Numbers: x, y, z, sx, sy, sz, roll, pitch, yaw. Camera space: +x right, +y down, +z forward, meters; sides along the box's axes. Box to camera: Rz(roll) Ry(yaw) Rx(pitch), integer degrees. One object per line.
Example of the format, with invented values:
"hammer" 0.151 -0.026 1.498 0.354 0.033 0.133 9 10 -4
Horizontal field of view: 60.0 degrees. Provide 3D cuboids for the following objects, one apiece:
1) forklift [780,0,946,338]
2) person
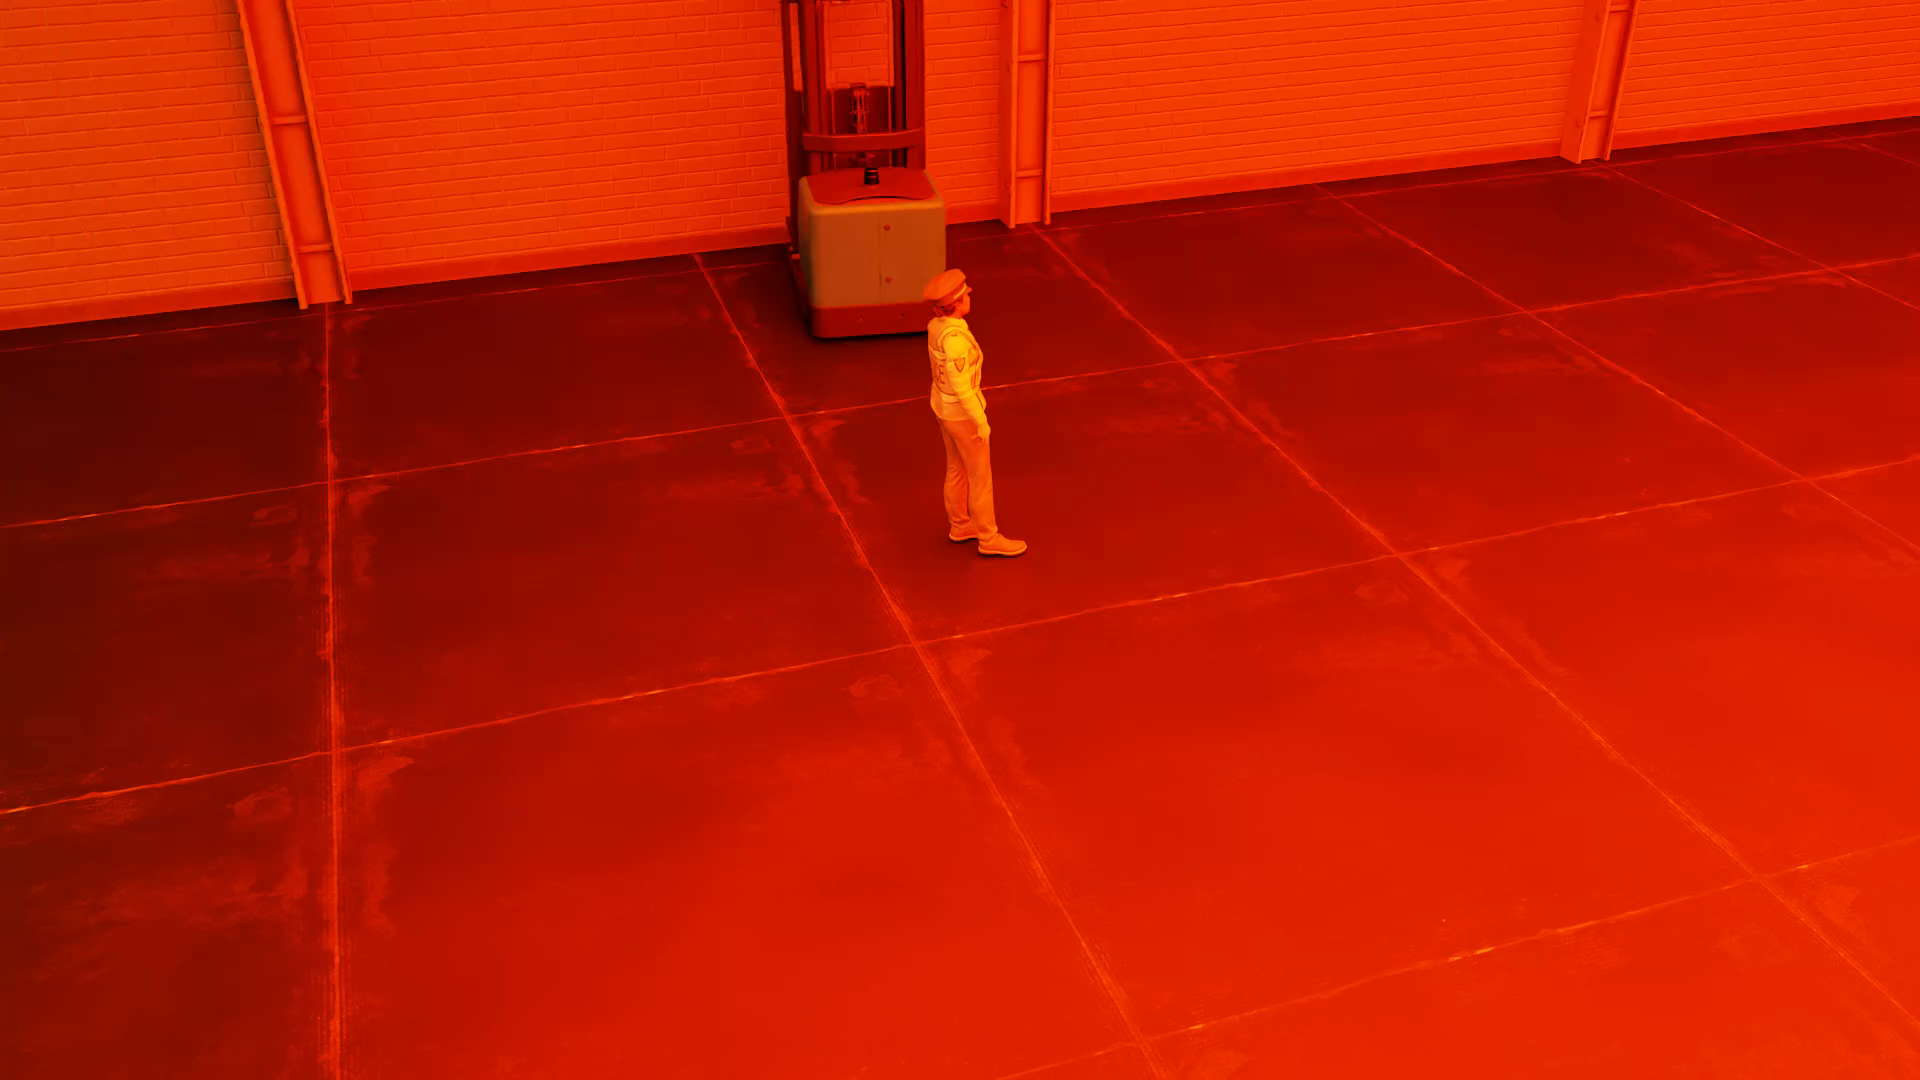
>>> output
"forklift" -0.859 -3.510 13.188 1.130 2.935 3.031 -5 30 -9
"person" 0.067 -0.748 9.613 0.531 1.695 0.588 -10 31 -16
